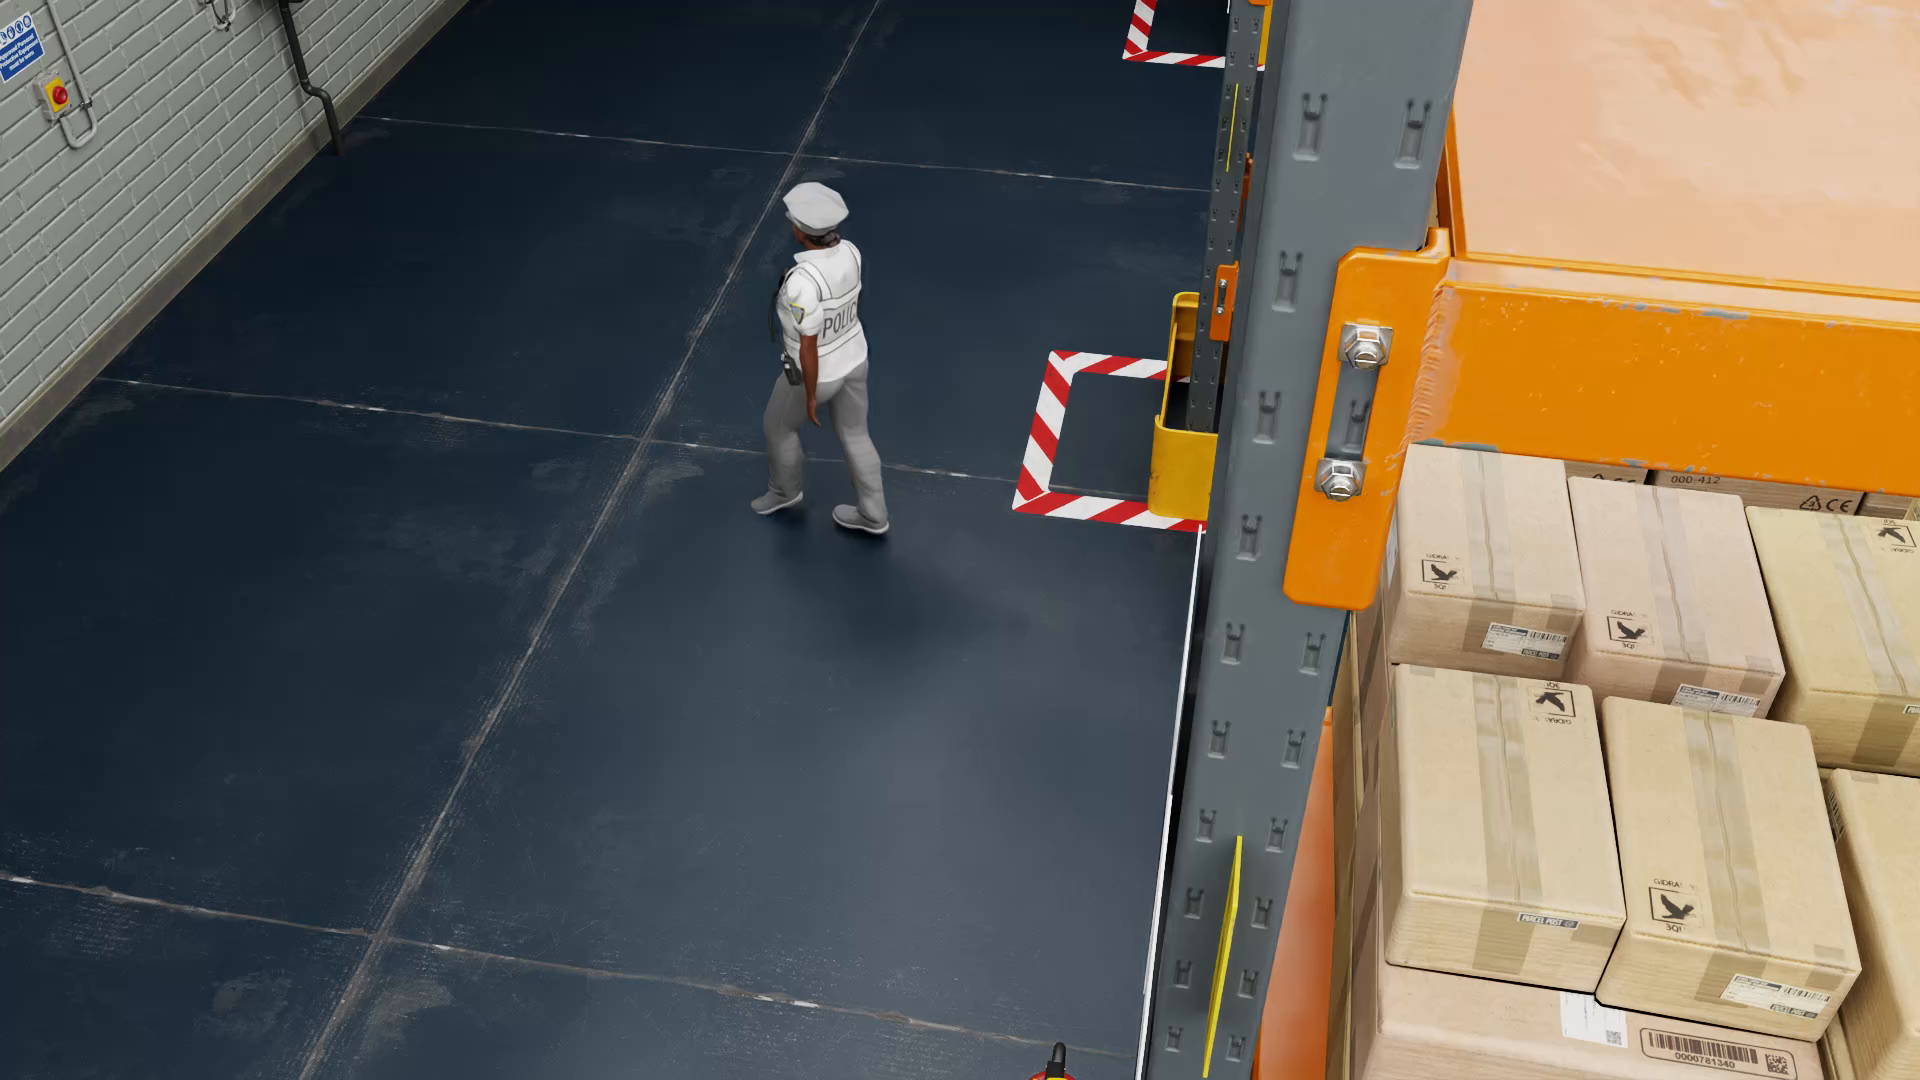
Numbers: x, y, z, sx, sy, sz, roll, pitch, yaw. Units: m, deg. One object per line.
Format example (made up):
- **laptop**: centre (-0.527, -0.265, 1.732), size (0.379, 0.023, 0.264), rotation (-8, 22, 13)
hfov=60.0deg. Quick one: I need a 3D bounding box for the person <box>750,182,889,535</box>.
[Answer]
- **person**: centre (-0.607, -0.759, 7.270), size (0.696, 1.724, 0.477), rotation (26, 47, 27)
